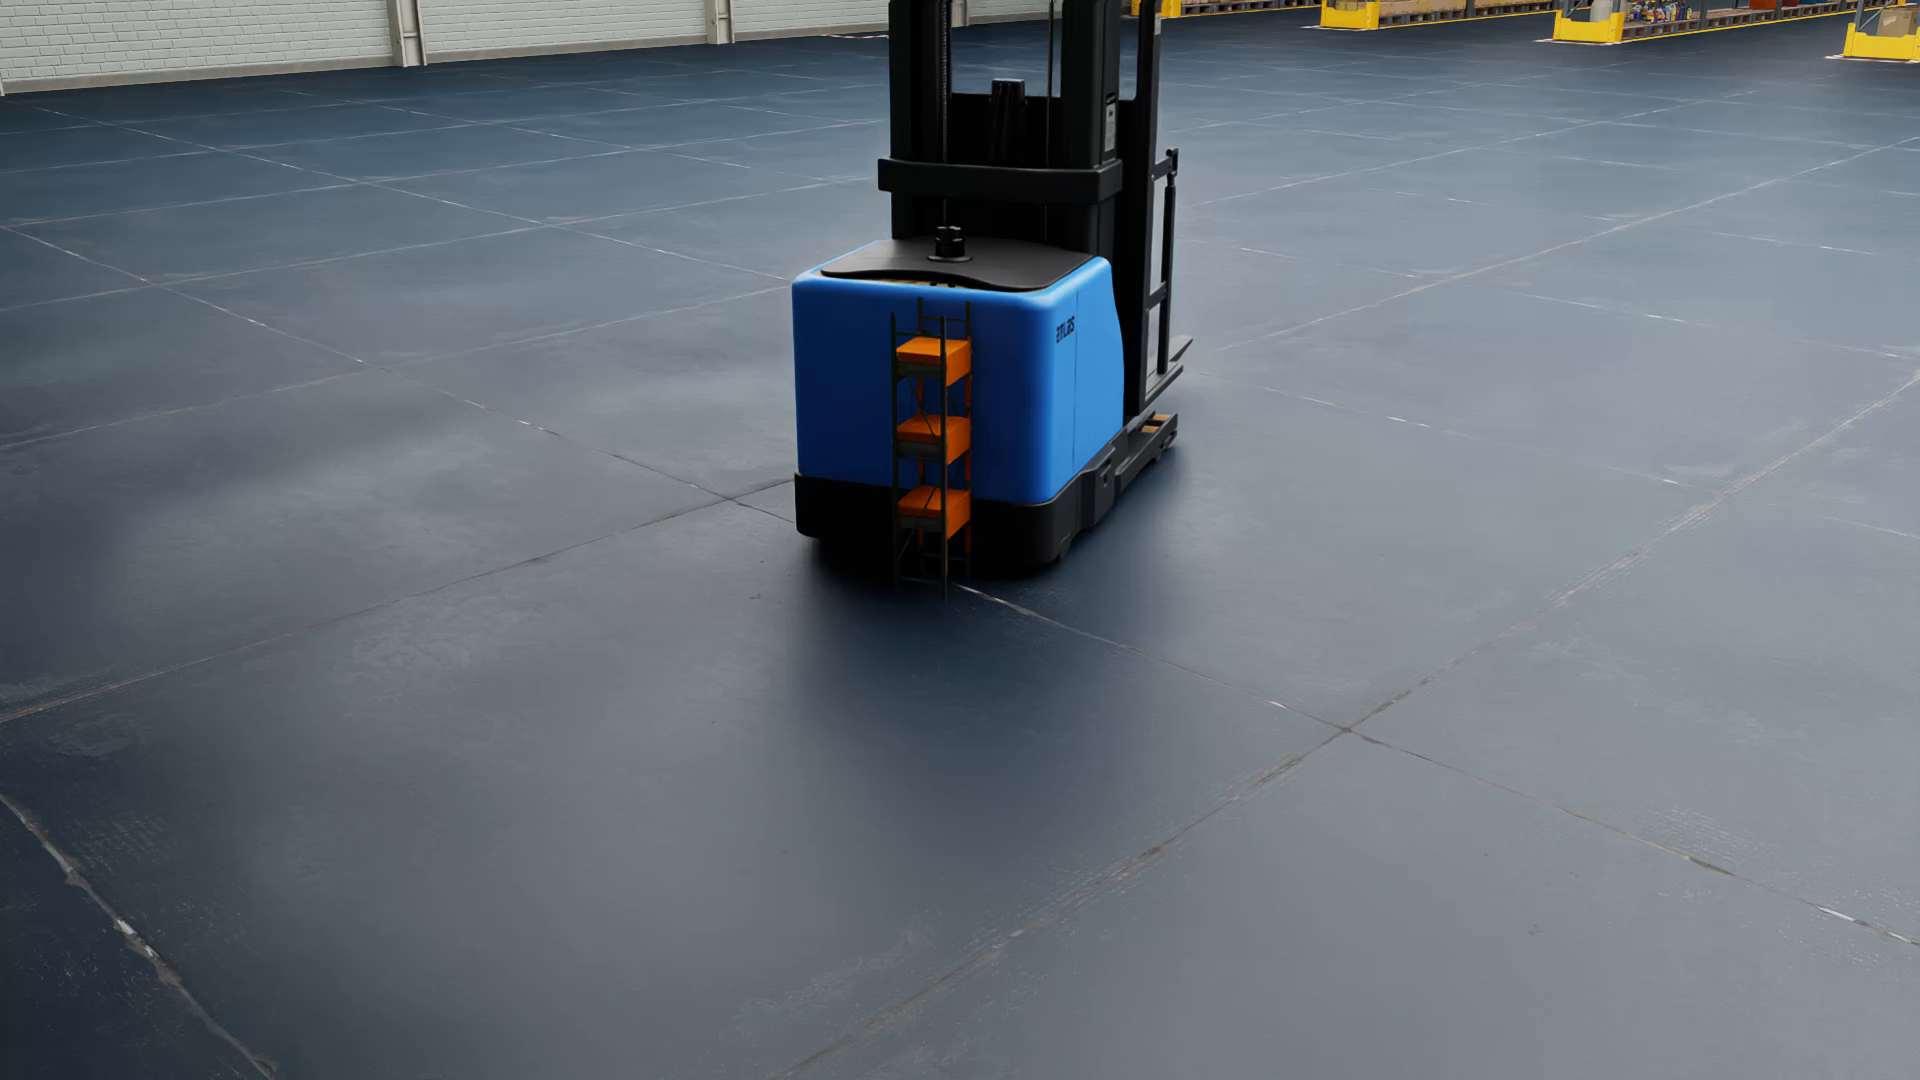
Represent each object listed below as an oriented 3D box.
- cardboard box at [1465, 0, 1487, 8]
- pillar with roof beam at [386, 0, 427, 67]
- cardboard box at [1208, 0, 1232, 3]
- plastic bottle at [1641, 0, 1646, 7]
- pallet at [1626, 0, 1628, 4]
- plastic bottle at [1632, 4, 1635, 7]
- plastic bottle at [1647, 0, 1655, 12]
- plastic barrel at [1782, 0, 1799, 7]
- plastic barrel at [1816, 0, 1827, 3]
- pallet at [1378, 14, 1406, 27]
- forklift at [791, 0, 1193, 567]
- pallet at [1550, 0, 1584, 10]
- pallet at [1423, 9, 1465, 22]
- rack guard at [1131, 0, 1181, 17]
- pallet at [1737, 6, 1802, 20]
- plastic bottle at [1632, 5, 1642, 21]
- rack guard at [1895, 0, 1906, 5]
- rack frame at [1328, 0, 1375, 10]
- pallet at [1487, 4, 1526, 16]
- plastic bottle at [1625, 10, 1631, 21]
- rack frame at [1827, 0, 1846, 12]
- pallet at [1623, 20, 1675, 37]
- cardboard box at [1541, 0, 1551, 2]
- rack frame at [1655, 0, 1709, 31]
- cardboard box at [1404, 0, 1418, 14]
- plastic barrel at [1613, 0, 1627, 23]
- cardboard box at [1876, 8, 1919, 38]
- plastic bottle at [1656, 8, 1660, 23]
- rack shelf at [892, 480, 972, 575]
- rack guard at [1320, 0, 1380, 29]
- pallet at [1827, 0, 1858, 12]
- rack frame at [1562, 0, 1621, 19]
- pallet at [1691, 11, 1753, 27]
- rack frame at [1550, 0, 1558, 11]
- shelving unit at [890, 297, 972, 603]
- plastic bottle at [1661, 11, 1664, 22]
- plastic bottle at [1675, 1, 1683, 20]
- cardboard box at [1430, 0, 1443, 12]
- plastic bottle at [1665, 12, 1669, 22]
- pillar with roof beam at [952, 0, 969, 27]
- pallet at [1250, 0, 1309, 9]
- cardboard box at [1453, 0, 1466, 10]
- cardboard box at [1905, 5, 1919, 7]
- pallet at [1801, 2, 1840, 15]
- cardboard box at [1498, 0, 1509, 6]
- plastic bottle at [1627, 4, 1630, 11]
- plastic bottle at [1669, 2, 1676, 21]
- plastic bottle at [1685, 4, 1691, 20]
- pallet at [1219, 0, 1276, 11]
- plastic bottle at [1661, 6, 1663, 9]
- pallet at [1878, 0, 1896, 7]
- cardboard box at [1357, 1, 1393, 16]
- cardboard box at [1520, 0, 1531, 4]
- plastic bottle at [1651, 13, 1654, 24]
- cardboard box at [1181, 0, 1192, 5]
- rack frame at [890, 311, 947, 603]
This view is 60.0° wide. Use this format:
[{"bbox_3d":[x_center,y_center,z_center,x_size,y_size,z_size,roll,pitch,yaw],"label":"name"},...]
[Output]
[{"bbox_3d":[11.052,-11.661,35.979,0.500,0.250,0.500,18,28,39],"label":"cardboard box"},{"bbox_3d":[-5.353,-10.410,21.115,9.100,9.000,0.400,19,28,41],"label":"pillar with roof beam"},{"bbox_3d":[5.743,-12.434,37.614,0.700,0.500,0.500,17,27,37],"label":"cardboard box"},{"bbox_3d":[13.279,-10.331,32.352,0.185,0.351,0.144,-19,28,-41],"label":"plastic bottle"},{"bbox_3d":[15.634,-13.243,40.735,1.003,0.211,1.213,19,28,41],"label":"pallet"},{"bbox_3d":[13.003,-10.219,32.154,0.133,0.283,0.061,-19,28,-40],"label":"plastic bottle"},{"bbox_3d":[13.383,-10.295,32.258,0.144,0.351,0.185,19,28,41],"label":"plastic bottle"},{"bbox_3d":[18.047,-11.985,36.351,0.600,0.588,0.708,19,28,41],"label":"plastic barrel"},{"bbox_3d":[19.329,-12.603,37.524,0.600,0.901,0.708,19,28,41],"label":"plastic barrel"},{"bbox_3d":[8.306,-10.584,33.817,1.003,0.211,1.213,19,28,41],"label":"pallet"},{"bbox_3d":[0.362,-1.765,7.082,1.130,2.935,3.031,8,22,20],"label":"forklift"},{"bbox_3d":[13.932,-12.616,39.103,1.003,0.211,1.213,19,28,41],"label":"pallet"},{"bbox_3d":[10.008,-11.211,35.449,1.003,0.211,1.213,19,28,41],"label":"pallet"},{"bbox_3d":[4.304,-11.770,36.500,1.175,0.500,0.348,19,28,41],"label":"rack guard"},{"bbox_3d":[17.450,-11.406,35.955,1.003,0.211,1.213,19,28,41],"label":"pallet"},{"bbox_3d":[12.975,-10.108,31.875,0.152,0.276,0.135,19,28,41],"label":"plastic bottle"},{"bbox_3d":[22.518,-13.393,40.723,1.175,0.500,0.348,19,28,41],"label":"rack guard"},{"bbox_3d":[7.803,-11.678,32.778,1.000,3.000,0.127,19,28,41],"label":"rack frame"},{"bbox_3d":[11.930,-11.919,37.291,1.003,0.211,1.213,19,28,41],"label":"pallet"},{"bbox_3d":[12.711,-9.986,31.661,0.097,0.201,0.097,0,21,0],"label":"plastic bottle"},{"bbox_3d":[19.721,-13.522,37.575,1.000,3.000,0.127,19,28,41],"label":"rack frame"},{"bbox_3d":[12.790,-9.687,31.483,1.003,0.211,1.213,19,28,41],"label":"pallet"},{"bbox_3d":[13.191,-12.451,38.035,0.500,0.250,0.500,-19,28,-41],"label":"cardboard box"},{"bbox_3d":[14.140,-11.466,32.225,1.000,3.000,0.127,19,28,41],"label":"rack frame"},{"bbox_3d":[9.032,-10.931,34.080,0.500,0.250,0.500,19,28,41],"label":"cardboard box"},{"bbox_3d":[12.103,-9.790,30.746,0.421,0.512,0.421,0,21,0],"label":"plastic barrel"},{"bbox_3d":[15.346,-8.384,27.104,0.500,0.500,0.500,-14,25,-32],"label":"cardboard box"},{"bbox_3d":[13.076,-9.846,31.199,0.097,0.271,0.097,0,21,0],"label":"plastic bottle"},{"bbox_3d":[-0.100,-0.048,6.041,0.215,0.259,0.240,8,22,20],"label":"rack shelf"},{"bbox_3d":[7.786,-10.505,33.210,1.175,0.500,0.348,19,28,41],"label":"rack guard"},{"bbox_3d":[20.206,-12.420,38.592,1.003,0.211,1.213,19,28,41],"label":"pallet"},{"bbox_3d":[11.349,-10.438,29.550,1.000,3.000,0.127,19,28,41],"label":"rack frame"},{"bbox_3d":[15.511,-10.691,34.096,1.003,0.211,1.213,19,28,41],"label":"pallet"},{"bbox_3d":[13.384,-13.735,38.128,1.000,3.000,0.127,19,28,41],"label":"rack frame"},{"bbox_3d":[-0.100,-0.318,5.938,0.215,1.050,0.252,8,22,20],"label":"shelving unit"},{"bbox_3d":[13.215,-9.864,31.345,0.097,0.201,0.097,0,21,0],"label":"plastic bottle"},{"bbox_3d":[13.763,-10.148,31.875,0.144,0.351,0.185,18,27,38],"label":"plastic bottle"},{"bbox_3d":[9.732,-11.187,34.746,0.500,0.250,0.500,19,28,41],"label":"cardboard box"},{"bbox_3d":[13.359,-9.917,31.482,0.097,0.201,0.097,0,21,0],"label":"plastic bottle"},{"bbox_3d":[3.018,-13.494,29.140,9.100,9.000,0.400,19,28,41],"label":"pillar with roof beam"},{"bbox_3d":[7.584,-12.844,39.698,1.003,0.211,1.213,19,28,41],"label":"pallet"},{"bbox_3d":[10.426,-11.445,35.418,0.500,0.250,0.500,19,28,41],"label":"cardboard box"},{"bbox_3d":[16.188,-8.702,27.933,0.500,0.500,0.500,-17,27,-37],"label":"cardboard box"},{"bbox_3d":[19.152,-12.033,37.587,1.003,0.211,1.213,19,28,41],"label":"pallet"},{"bbox_3d":[11.769,-11.926,36.668,0.500,0.250,0.500,18,28,39],"label":"cardboard box"},{"bbox_3d":[12.721,-10.126,31.817,0.185,0.351,0.144,-19,28,-40],"label":"plastic bottle"},{"bbox_3d":[13.538,-10.065,31.659,0.144,0.351,0.185,19,28,40],"label":"plastic bottle"},{"bbox_3d":[14.040,-10.197,32.097,0.133,0.283,0.061,-18,28,-39],"label":"plastic bottle"},{"bbox_3d":[6.598,-12.462,38.704,1.003,0.211,1.213,19,28,41],"label":"pallet"},{"bbox_3d":[13.345,-10.019,31.633,0.061,0.283,0.133,19,28,41],"label":"plastic bottle"},{"bbox_3d":[21.908,-13.047,40.224,1.003,0.211,1.213,19,28,41],"label":"pallet"},{"bbox_3d":[8.336,-10.673,33.409,0.500,0.250,0.500,19,28,41],"label":"cardboard box"},{"bbox_3d":[12.481,-12.189,37.354,0.500,0.250,0.500,-19,28,-41],"label":"cardboard box"},{"bbox_3d":[12.910,-9.752,31.052,0.097,0.201,0.097,0,21,0],"label":"plastic bottle"},{"bbox_3d":[4.798,-12.023,36.808,0.500,0.311,0.500,15,26,35],"label":"cardboard box"},{"bbox_3d":[-0.143,-0.277,5.831,0.200,1.050,0.008,8,22,20],"label":"rack frame"}]
